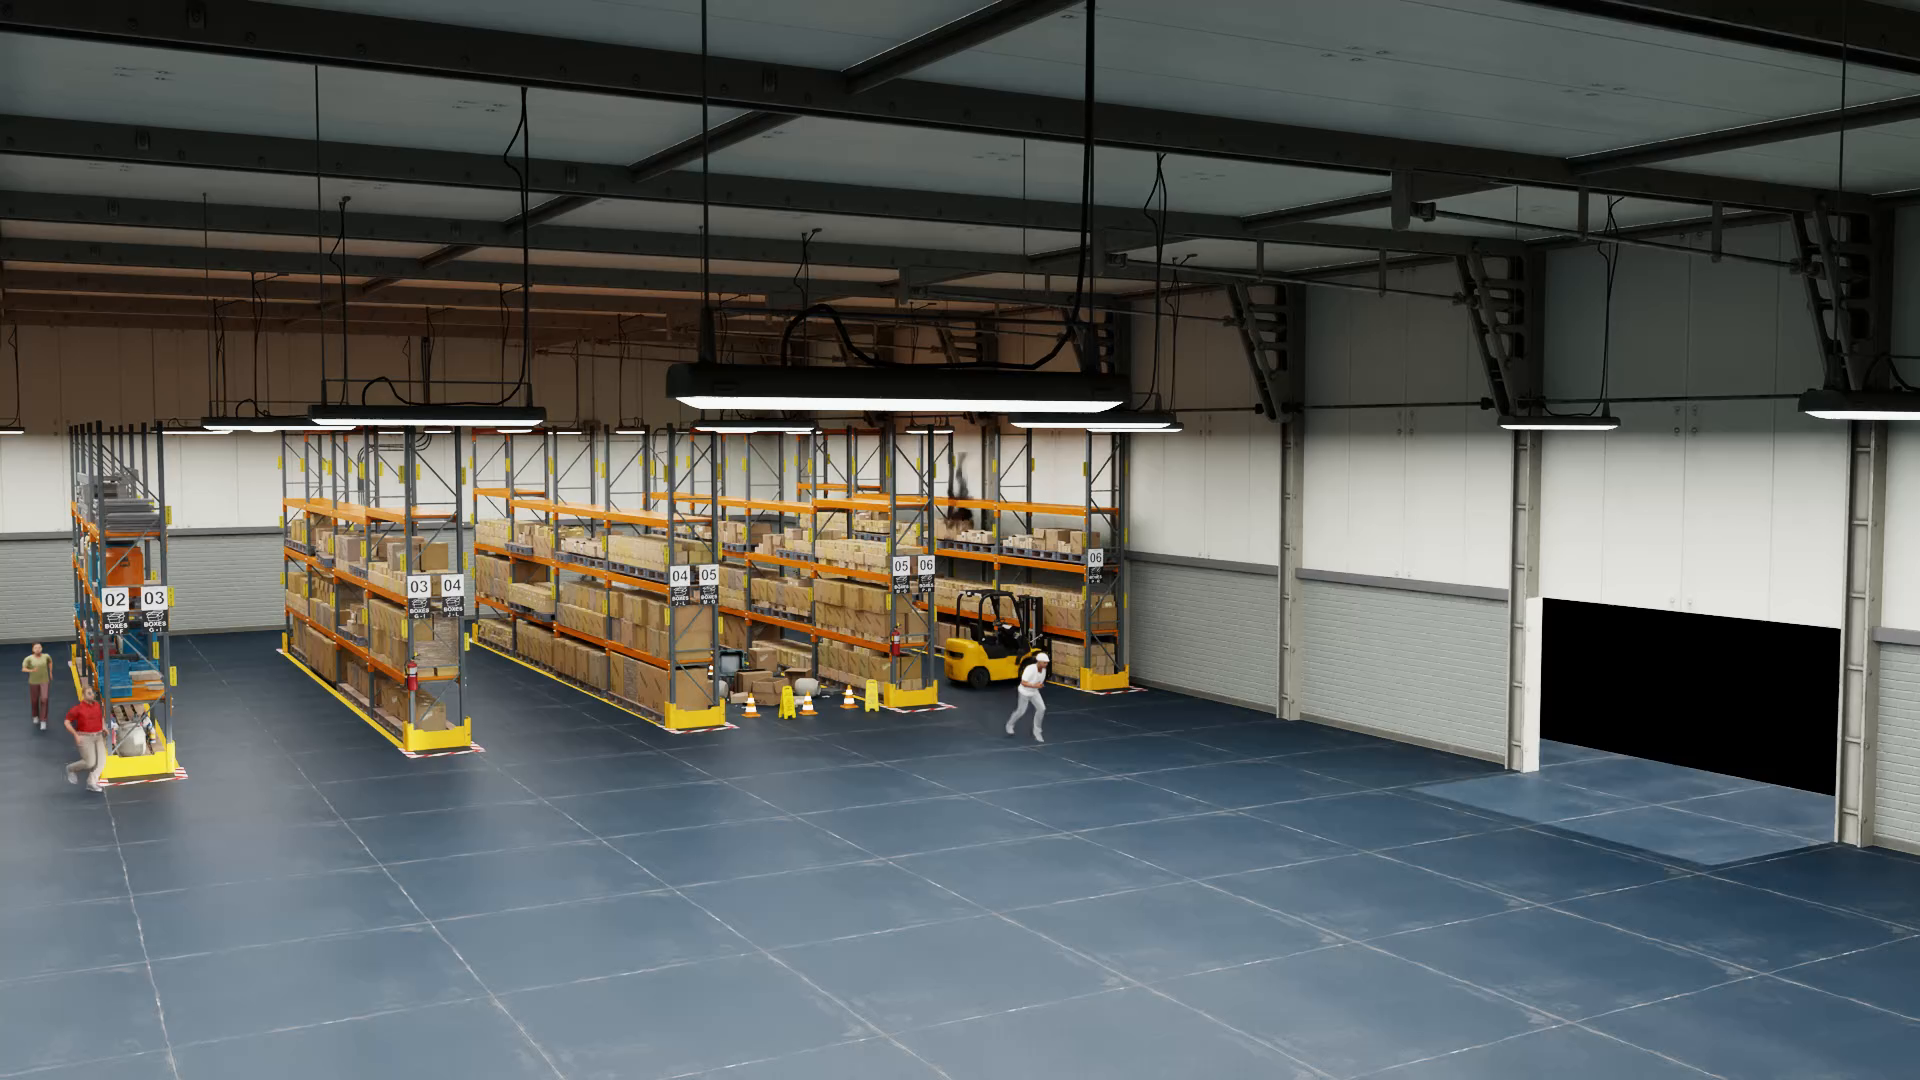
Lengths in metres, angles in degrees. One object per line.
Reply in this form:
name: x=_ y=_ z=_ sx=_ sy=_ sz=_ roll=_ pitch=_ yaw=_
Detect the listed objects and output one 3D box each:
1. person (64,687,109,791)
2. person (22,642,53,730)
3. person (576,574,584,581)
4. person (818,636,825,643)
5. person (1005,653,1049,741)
person: x=-14.141 y=3.228 z=26.957 sx=0.607 sy=1.685 sz=0.677 roll=1 pitch=4 yaw=22
person: x=-18.164 y=2.841 z=32.757 sx=0.553 sy=1.697 sz=0.909 roll=-2 pitch=4 yaw=-33
person: x=-11.051 y=1.838 z=49.239 sx=0.746 sy=1.721 sz=0.650 roll=-2 pitch=4 yaw=-25
person: x=-3.467 y=2.146 z=43.374 sx=0.673 sy=1.783 sz=0.884 roll=-2 pitch=4 yaw=-28
person: x=1.297 y=2.967 z=31.580 sx=1.034 sy=1.714 sz=0.747 roll=3 pitch=5 yaw=41
